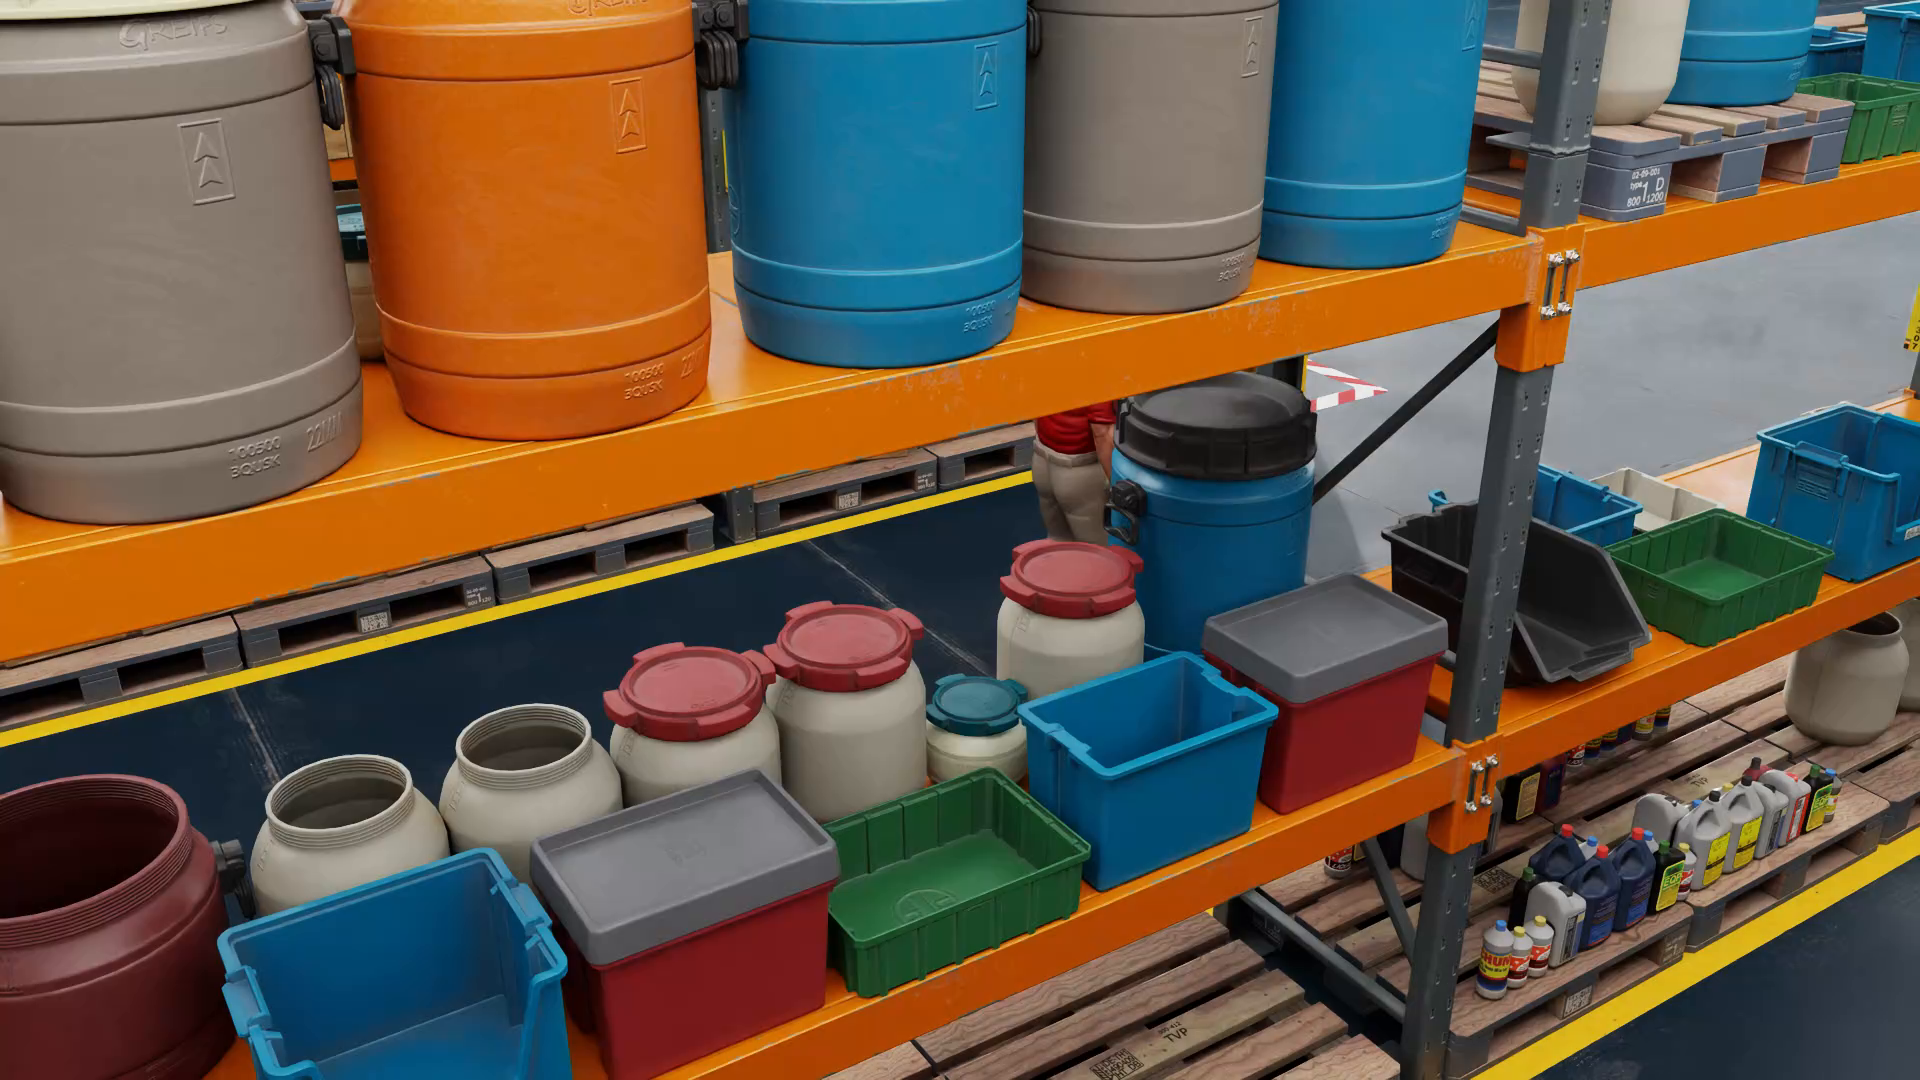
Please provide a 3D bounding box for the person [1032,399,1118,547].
[{"bbox_3d":[0.562,-0.319,7.807,0.392,1.727,0.585,-15,29,-29],"label":"person"}]
